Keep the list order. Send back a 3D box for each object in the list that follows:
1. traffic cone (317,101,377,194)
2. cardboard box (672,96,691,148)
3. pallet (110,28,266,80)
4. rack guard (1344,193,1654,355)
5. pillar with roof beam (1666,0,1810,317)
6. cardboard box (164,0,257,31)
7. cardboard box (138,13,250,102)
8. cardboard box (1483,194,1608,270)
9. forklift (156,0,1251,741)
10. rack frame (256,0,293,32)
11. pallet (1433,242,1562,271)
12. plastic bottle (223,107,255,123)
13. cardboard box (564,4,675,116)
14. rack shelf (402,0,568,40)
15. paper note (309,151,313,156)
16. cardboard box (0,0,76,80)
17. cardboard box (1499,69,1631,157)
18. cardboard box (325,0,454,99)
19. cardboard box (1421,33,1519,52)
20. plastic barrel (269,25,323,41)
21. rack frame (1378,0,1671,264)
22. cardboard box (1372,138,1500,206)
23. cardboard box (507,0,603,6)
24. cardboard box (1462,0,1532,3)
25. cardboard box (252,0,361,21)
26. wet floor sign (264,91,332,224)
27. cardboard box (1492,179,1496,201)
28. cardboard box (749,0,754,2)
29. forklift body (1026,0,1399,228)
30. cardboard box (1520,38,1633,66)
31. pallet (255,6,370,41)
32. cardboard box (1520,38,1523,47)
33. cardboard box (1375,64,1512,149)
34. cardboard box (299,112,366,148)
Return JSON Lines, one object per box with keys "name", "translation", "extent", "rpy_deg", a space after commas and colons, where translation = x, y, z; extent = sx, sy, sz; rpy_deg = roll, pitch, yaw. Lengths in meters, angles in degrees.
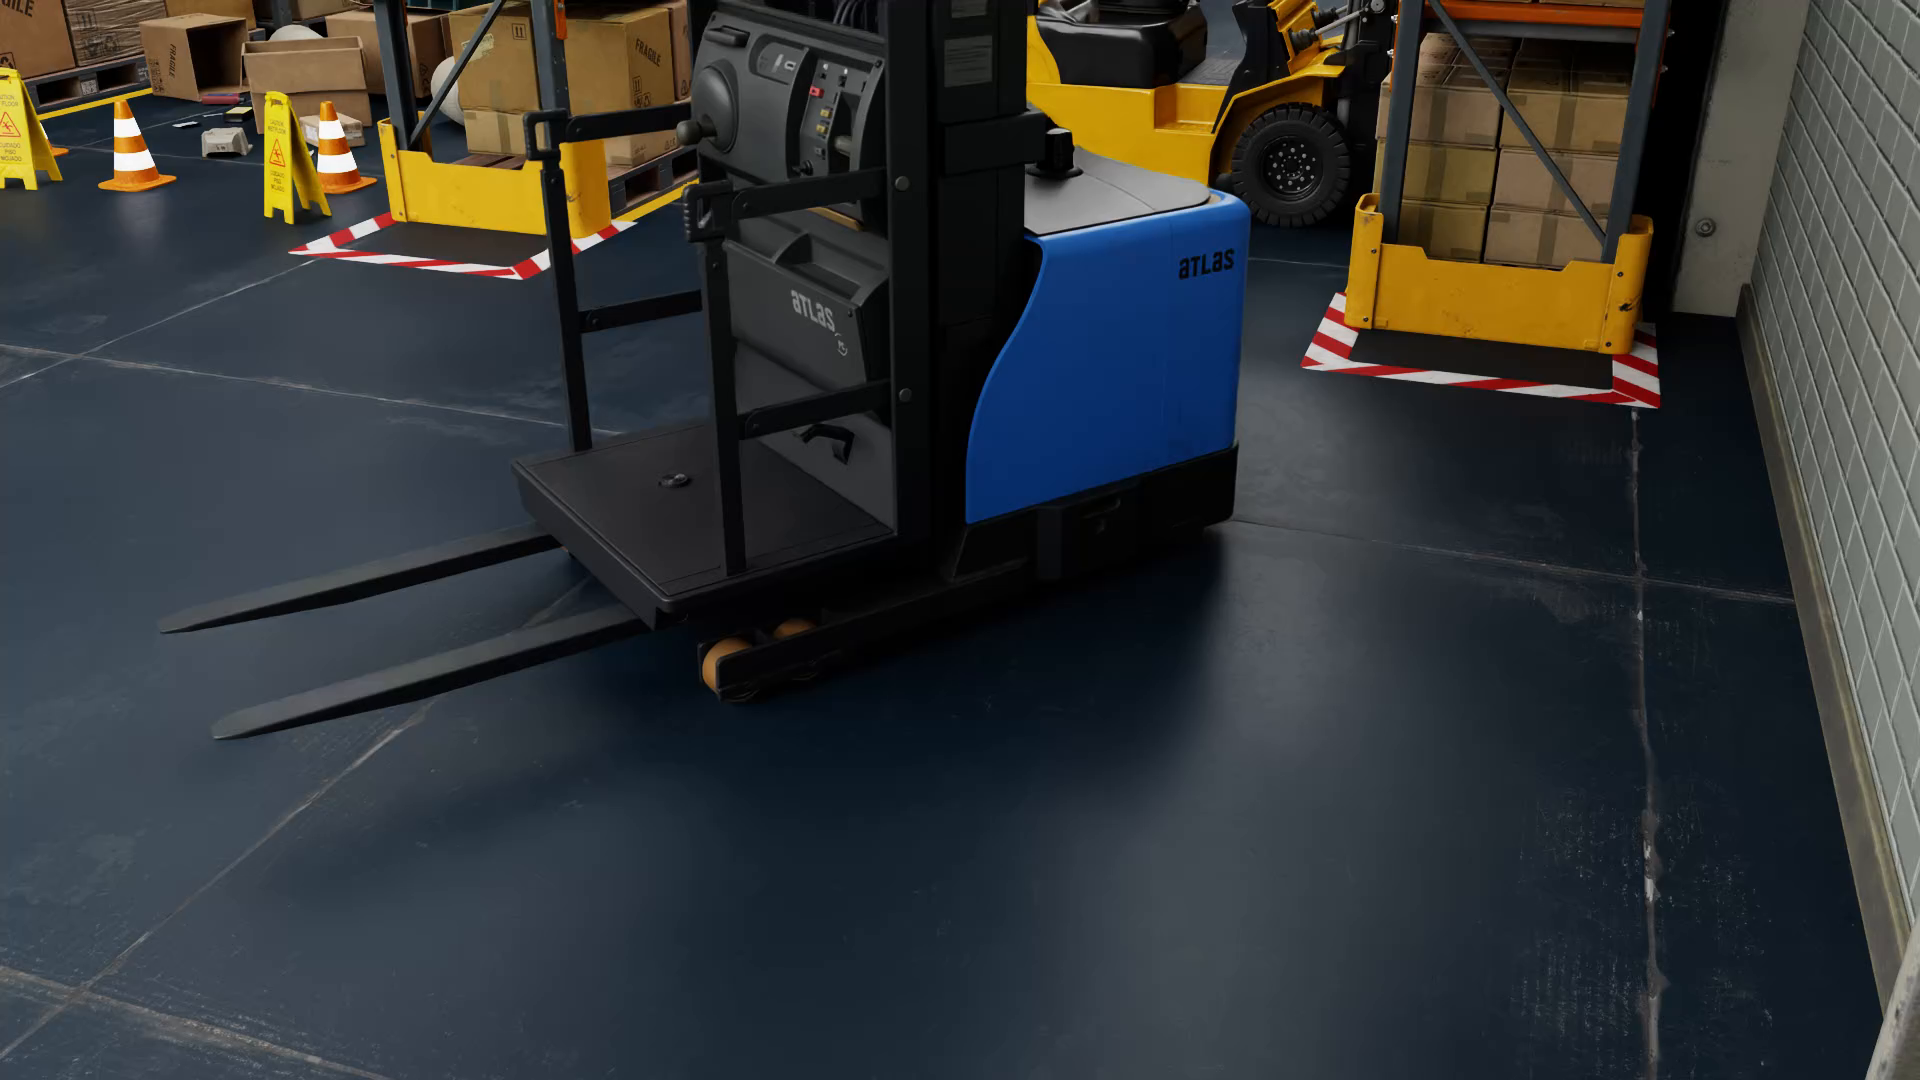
{"name": "traffic cone", "translation": [-3.497, -2.207, 9.277], "extent": [0.336, 0.463, 0.334], "rpy_deg": [9, 27, 17]}
{"name": "cardboard box", "translation": [-1.717, -2.436, 9.513], "extent": [0.500, 0.250, 0.500], "rpy_deg": [10, 27, 19]}
{"name": "pallet", "translation": [-6.121, -3.749, 12.750], "extent": [1.003, 0.211, 1.213], "rpy_deg": [9, 27, 17]}
{"name": "rack guard", "translation": [2.251, -1.131, 7.013], "extent": [1.175, 0.500, 0.348], "rpy_deg": [9, 27, 17]}
{"name": "pillar with roof beam", "translation": [-0.719, -5.746, 6.792], "extent": [9.100, 9.000, 0.400], "rpy_deg": [9, 27, 17]}
{"name": "cardboard box", "translation": [-6.069, -4.289, 12.623], "extent": [0.875, 0.875, 0.875], "rpy_deg": [9, 27, 18]}
{"name": "cardboard box", "translation": [-5.343, -3.394, 11.683], "extent": [0.500, 0.500, 0.500], "rpy_deg": [14, 29, 26]}
{"name": "cardboard box", "translation": [2.607, -1.391, 7.355], "extent": [0.500, 0.250, 0.500], "rpy_deg": [9, 27, 18]}
{"name": "forklift", "translation": [-0.638, -1.155, 4.272], "extent": [3.031, 2.935, 1.130], "rpy_deg": [-17, 30, -30]}
{"name": "rack frame", "translation": [-5.794, -5.305, 12.764], "extent": [1.000, 3.000, 0.127], "rpy_deg": [9, 27, 17]}
{"name": "pallet", "translation": [2.474, -1.332, 7.758], "extent": [1.003, 0.211, 1.213], "rpy_deg": [9, 27, 17]}
{"name": "plastic bottle", "translation": [-4.759, -2.822, 11.009], "extent": [0.133, 0.061, 0.283], "rpy_deg": [0, 26, -1]}
{"name": "cardboard box", "translation": [-1.887, -2.575, 8.939], "extent": [0.500, 0.500, 0.500], "rpy_deg": [8, 27, 16]}
{"name": "rack shelf", "translation": [-1.758, -3.483, 9.827], "extent": [1.077, 0.370, 4.000], "rpy_deg": [9, 27, 17]}
{"name": "paper note", "translation": [-3.986, -2.326, 10.018], "extent": [0.148, 0.019, 0.142], "rpy_deg": [0, 26, -1]}
{"name": "cardboard box", "translation": [-6.671, -3.544, 11.084], "extent": [0.875, 0.875, 0.875], "rpy_deg": [8, 27, 17]}
{"name": "cardboard box", "translation": [2.597, -1.838, 7.130], "extent": [0.500, 0.250, 0.500], "rpy_deg": [8, 27, 17]}
{"name": "cardboard box", "translation": [-3.923, -3.397, 11.532], "extent": [0.797, 0.637, 0.503], "rpy_deg": [9, 27, 17]}
{"name": "cardboard box", "translation": [2.441, -2.322, 8.129], "extent": [0.500, 0.250, 0.500], "rpy_deg": [9, 27, 18]}
{"name": "plastic barrel", "translation": [-4.725, -3.457, 11.903], "extent": [0.421, 0.421, 0.512], "rpy_deg": [-14, 29, -27]}
{"name": "rack frame", "translation": [2.259, -2.266, 6.489], "extent": [1.000, 3.000, 0.127], "rpy_deg": [9, 27, 17]}
{"name": "cardboard box", "translation": [2.126, -1.688, 7.394], "extent": [0.500, 0.250, 0.500], "rpy_deg": [8, 27, 17]}
{"name": "cardboard box", "translation": [-2.232, -2.856, 9.519], "extent": [0.500, 0.500, 0.500], "rpy_deg": [10, 28, 19]}
{"name": "cardboard box", "translation": [2.175, -2.552, 6.963], "extent": [0.500, 0.500, 0.500], "rpy_deg": [8, 27, 16]}
{"name": "cardboard box", "translation": [-5.672, -4.749, 13.717], "extent": [1.050, 0.750, 0.750], "rpy_deg": [9, 27, 17]}
{"name": "wet floor sign", "translation": [-3.496, -2.002, 8.645], "extent": [0.267, 0.644, 0.232], "rpy_deg": [20, 32, 35]}
{"name": "cardboard box", "translation": [2.292, -1.660, 7.909], "extent": [0.500, 0.250, 0.500], "rpy_deg": [9, 27, 17]}
{"name": "cardboard box", "translation": [-1.542, -2.995, 9.807], "extent": [0.500, 0.500, 0.500], "rpy_deg": [9, 27, 18]}
{"name": "forklift body", "translation": [1.169, -2.928, 8.830], "extent": [2.313, 2.155, 1.214], "rpy_deg": [9, 27, 17]}
{"name": "cardboard box", "translation": [2.937, -2.248, 7.976], "extent": [0.500, 0.250, 0.500], "rpy_deg": [9, 27, 17]}
{"name": "pallet", "translation": [-5.608, -4.378, 14.049], "extent": [1.003, 0.211, 1.213], "rpy_deg": [9, 27, 17]}
{"name": "cardboard box", "translation": [2.799, -2.744, 9.000], "extent": [0.500, 0.250, 0.500], "rpy_deg": [10, 27, 19]}
{"name": "cardboard box", "translation": [2.118, -1.902, 7.263], "extent": [0.500, 0.250, 0.500], "rpy_deg": [10, 27, 19]}
{"name": "cardboard box", "translation": [-3.892, -2.533, 10.311], "extent": [0.250, 0.149, 0.380], "rpy_deg": [-20, 33, -36]}
